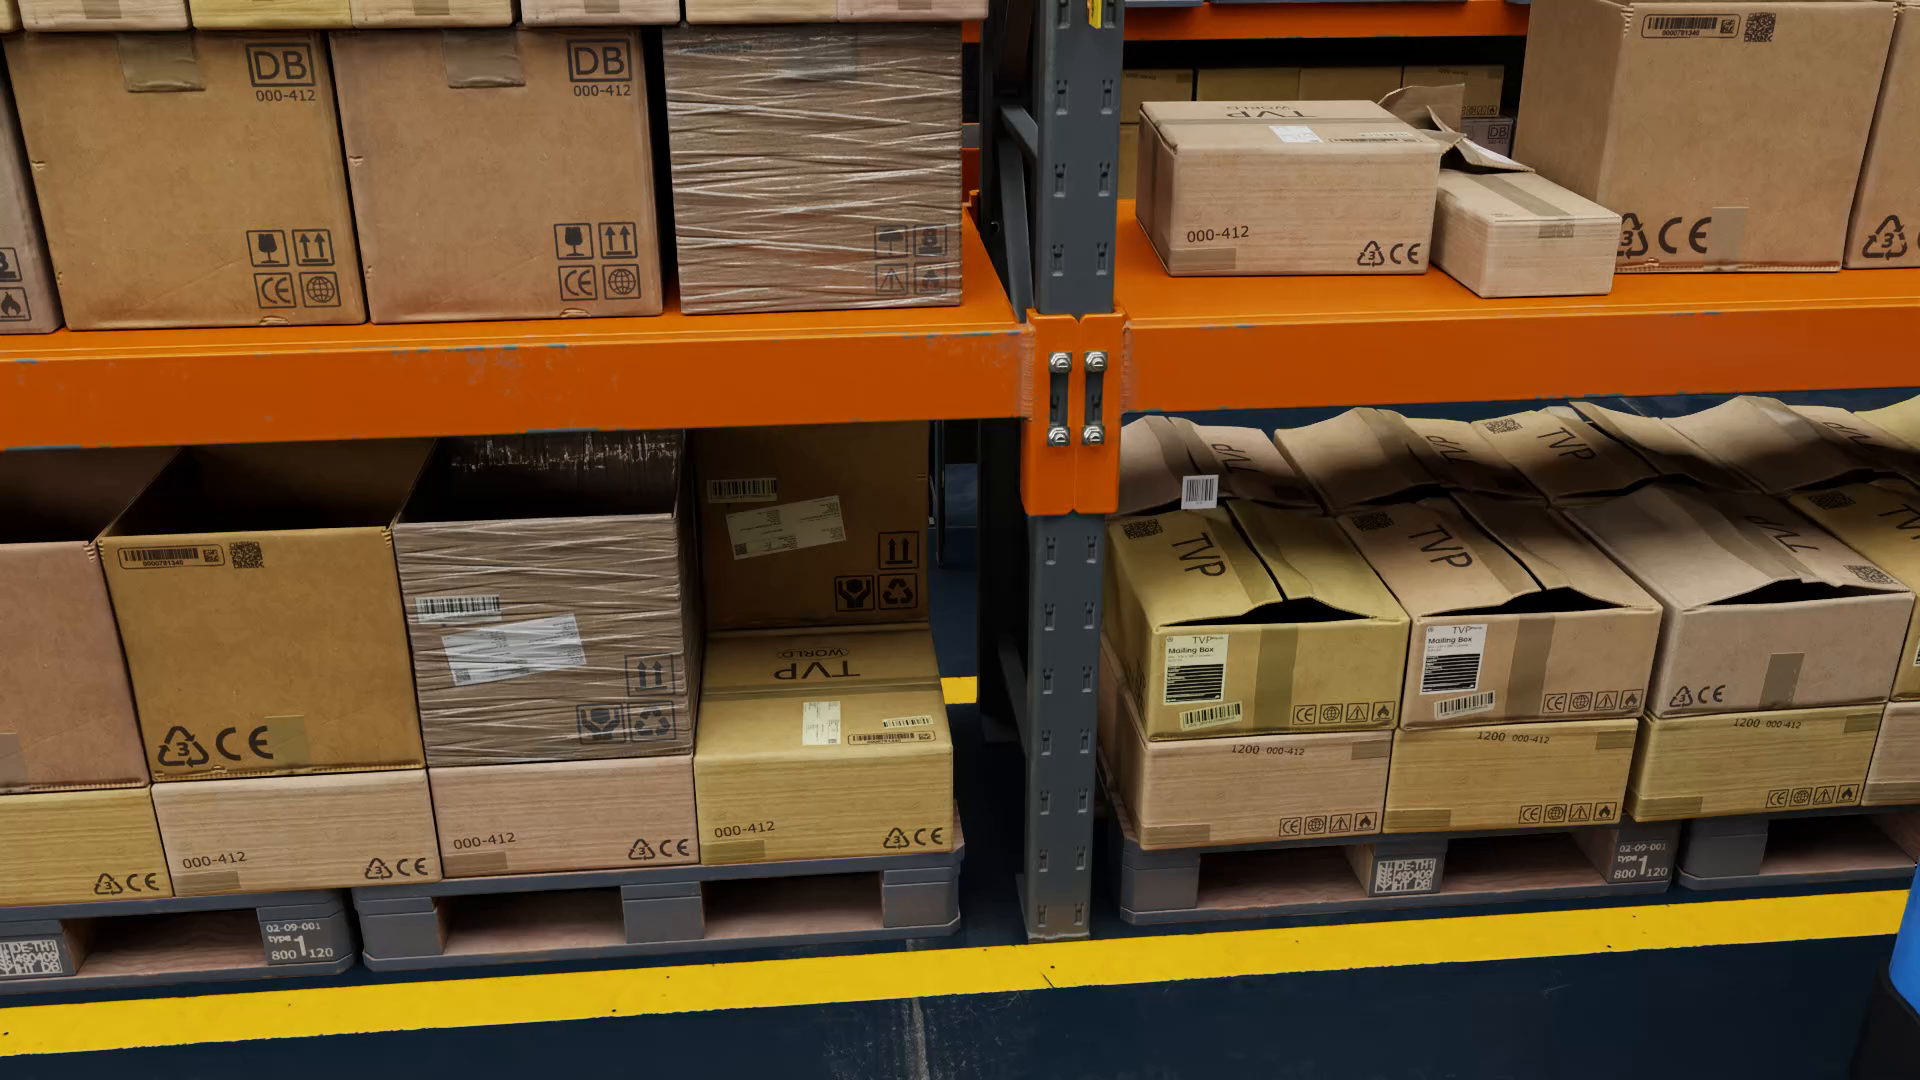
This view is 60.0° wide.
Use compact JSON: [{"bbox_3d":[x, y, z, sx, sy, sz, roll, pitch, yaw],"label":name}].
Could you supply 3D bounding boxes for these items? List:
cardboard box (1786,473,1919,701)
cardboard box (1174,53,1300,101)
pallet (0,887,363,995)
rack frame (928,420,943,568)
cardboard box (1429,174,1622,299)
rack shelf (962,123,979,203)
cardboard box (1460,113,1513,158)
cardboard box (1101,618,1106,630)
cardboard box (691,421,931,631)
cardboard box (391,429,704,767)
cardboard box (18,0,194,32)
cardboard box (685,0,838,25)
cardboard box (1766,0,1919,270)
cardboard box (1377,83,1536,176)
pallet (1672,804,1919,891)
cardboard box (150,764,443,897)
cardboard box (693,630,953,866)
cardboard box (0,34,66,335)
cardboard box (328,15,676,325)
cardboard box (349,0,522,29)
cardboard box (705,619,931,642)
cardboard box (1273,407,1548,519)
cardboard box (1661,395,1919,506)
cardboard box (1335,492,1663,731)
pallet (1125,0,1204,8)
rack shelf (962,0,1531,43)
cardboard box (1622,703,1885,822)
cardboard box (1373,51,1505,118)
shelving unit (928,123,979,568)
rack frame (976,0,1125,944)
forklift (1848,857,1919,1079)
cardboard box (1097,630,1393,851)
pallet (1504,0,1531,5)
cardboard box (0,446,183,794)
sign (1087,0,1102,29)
[{"bbox_3d":[2.119,0.081,3.554,0.500,0.311,0.500,-2,24,-4],"label":"cardboard box"},{"bbox_3d":[1.349,-2.231,8.189,0.500,0.250,0.500,-3,24,-7],"label":"cardboard box"},{"bbox_3d":[-1.859,0.589,3.665,1.213,0.211,1.003,-2,24,-5],"label":"pallet"},{"bbox_3d":[-0.078,-0.956,4.816,0.015,2.100,0.400,-2,24,-5],"label":"rack frame"},{"bbox_3d":[1.056,-0.588,3.189,0.250,0.149,0.380,-2,24,-5],"label":"cardboard box"},{"bbox_3d":[0.165,-0.954,4.844,0.480,0.518,0.431,-2,24,-5],"label":"rack shelf"},{"bbox_3d":[2.408,-1.947,8.474,0.500,0.500,0.700,-2,24,-5],"label":"cardboard box"},{"bbox_3d":[0.538,0.181,4.019,0.500,0.250,0.500,-3,24,-6],"label":"cardboard box"},{"bbox_3d":[-0.338,-0.136,3.808,0.500,0.500,0.500,-2,24,-5],"label":"cardboard box"},{"bbox_3d":[-0.785,0.094,3.291,0.500,0.500,0.500,-2,24,-5],"label":"cardboard box"},{"bbox_3d":[-1.359,-0.945,2.761,0.250,0.149,0.380,-2,24,-4],"label":"cardboard box"},{"bbox_3d":[-0.342,-0.986,2.853,0.250,0.149,0.380,-3,24,-6],"label":"cardboard box"},{"bbox_3d":[1.942,-0.861,3.371,0.500,0.500,0.500,-2,24,-5],"label":"cardboard box"},{"bbox_3d":[1.011,-0.798,3.518,0.258,0.266,0.396,-3,24,-6],"label":"cardboard box"},{"bbox_3d":[2.100,0.429,4.025,1.213,0.211,1.003,-2,24,-5],"label":"pallet"},{"bbox_3d":[-1.281,0.463,3.383,0.500,0.250,0.500,-2,24,-5],"label":"cardboard box"},{"bbox_3d":[-0.286,0.421,3.477,0.500,0.250,0.500,-2,24,-5],"label":"cardboard box"},{"bbox_3d":[-1.821,-0.712,3.037,0.500,0.500,0.700,-2,24,-4],"label":"cardboard box"},{"bbox_3d":[-0.811,-0.752,3.125,0.500,0.500,0.700,-3,24,-6],"label":"cardboard box"},{"bbox_3d":[-0.864,-0.963,2.803,0.250,0.149,0.380,-2,24,-5],"label":"cardboard box"},{"bbox_3d":[-0.337,0.210,3.952,0.500,0.250,0.500,-2,24,-5],"label":"cardboard box"},{"bbox_3d":[1.046,-0.097,3.953,0.500,0.311,0.500,-2,24,-4],"label":"cardboard box"},{"bbox_3d":[2.043,-0.135,4.038,0.500,0.311,0.500,-3,24,-6],"label":"cardboard box"},{"bbox_3d":[1.088,0.125,3.455,0.500,0.311,0.500,-3,24,-6],"label":"cardboard box"},{"bbox_3d":[0.438,-2.636,7.724,1.213,0.211,1.003,-2,24,-5],"label":"pallet"},{"bbox_3d":[1.654,-2.503,8.075,4.000,0.370,1.077,-2,24,-5],"label":"rack shelf"},{"bbox_3d":[1.604,0.357,3.622,0.500,0.250,0.500,-3,24,-7],"label":"cardboard box"},{"bbox_3d":[2.359,-2.266,8.268,0.500,0.250,0.500,-2,24,-4],"label":"cardboard box"},{"bbox_3d":[0.165,-0.966,4.838,0.503,2.100,0.431,-2,24,-5],"label":"shelving unit"},{"bbox_3d":[0.154,-0.750,3.245,0.127,3.000,1.000,-2,24,-5],"label":"rack frame"},{"bbox_3d":[3.100,-0.182,2.050,3.031,2.935,1.130,-2,24,-4],"label":"forklift"},{"bbox_3d":[0.580,0.399,3.529,0.500,0.250,0.500,-3,24,-6],"label":"cardboard box"},{"bbox_3d":[2.945,-2.753,7.986,1.003,0.211,1.213,-2,24,-5],"label":"pallet"},{"bbox_3d":[-1.778,0.141,3.184,0.500,0.500,0.500,-2,24,-5],"label":"cardboard box"},{"bbox_3d":[0.210,-0.958,2.548,0.005,0.325,0.100,-2,24,-5],"label":"sign"}]
